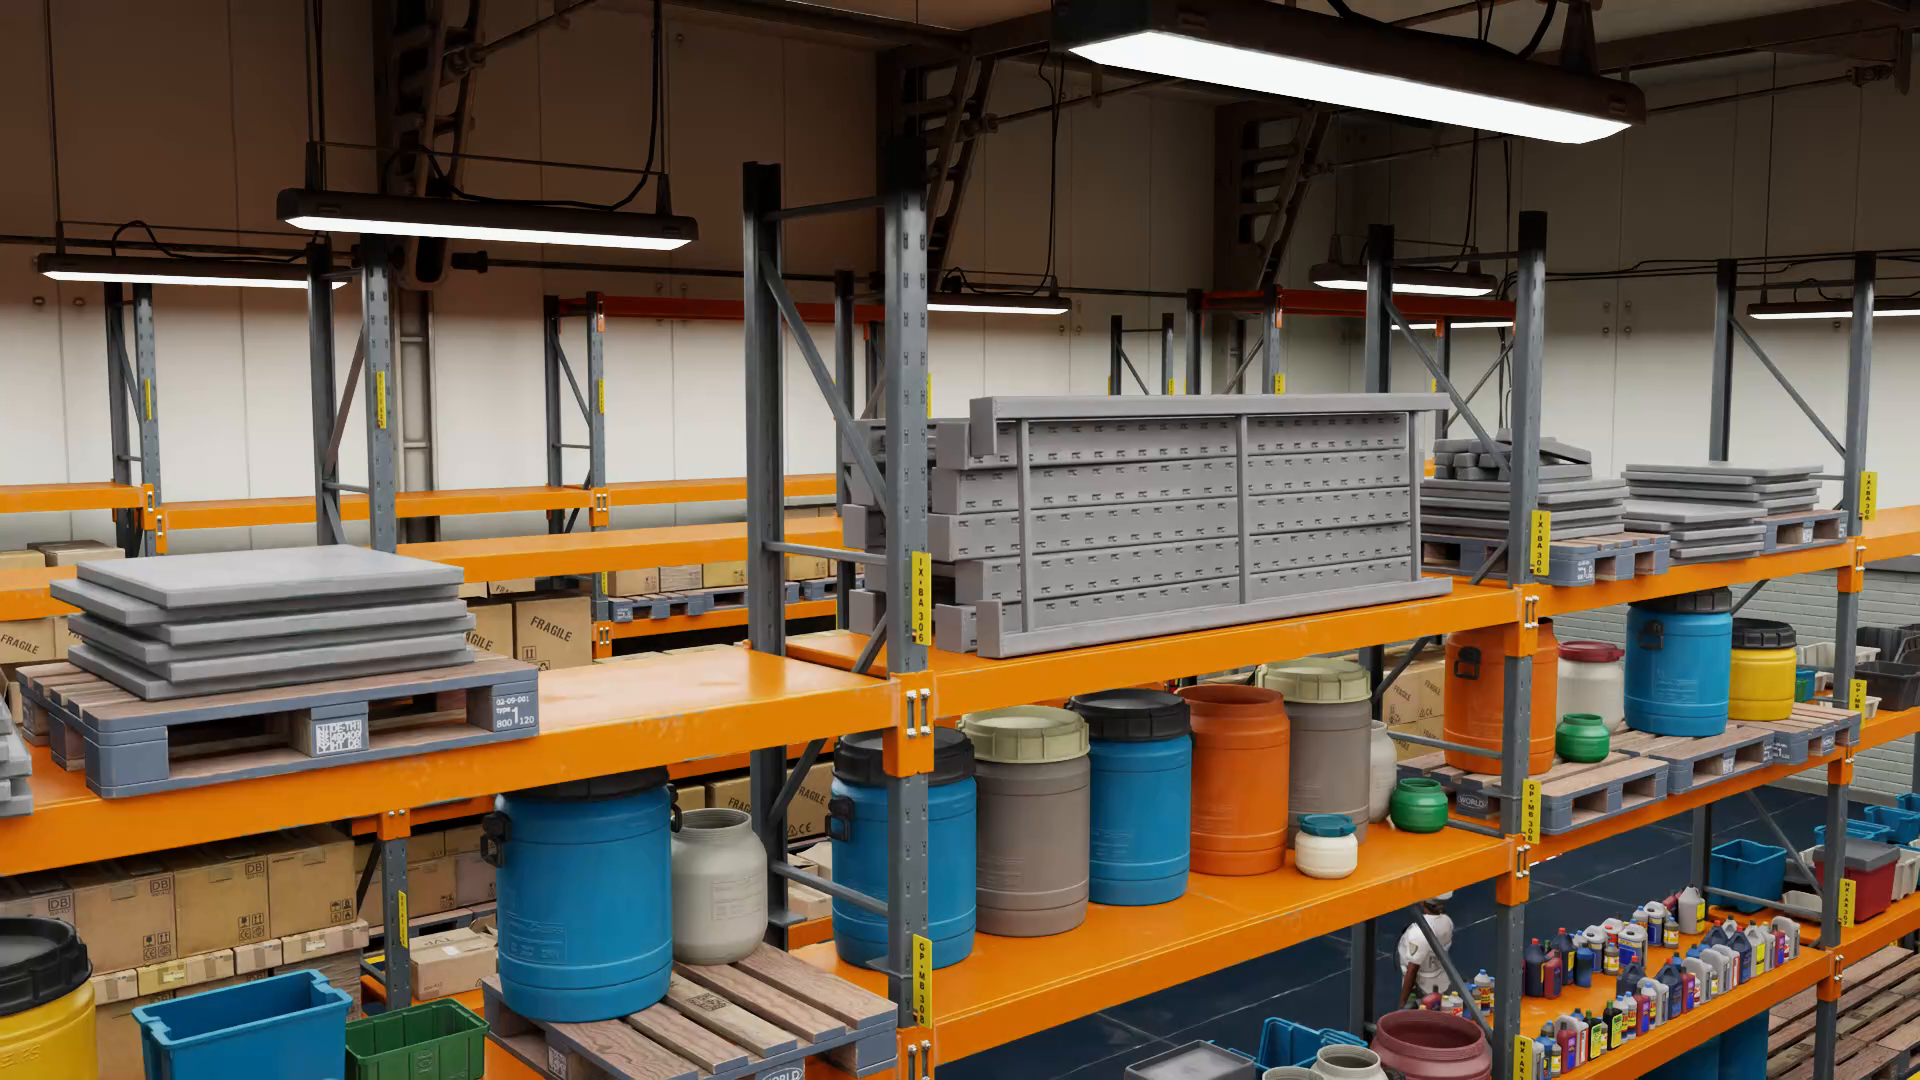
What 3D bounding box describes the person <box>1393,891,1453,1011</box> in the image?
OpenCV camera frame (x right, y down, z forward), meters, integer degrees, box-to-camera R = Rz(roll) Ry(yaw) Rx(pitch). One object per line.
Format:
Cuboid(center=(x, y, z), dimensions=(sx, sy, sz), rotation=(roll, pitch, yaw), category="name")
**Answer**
Cuboid(center=(3.212, 3.205, 11.749), dimensions=(0.540, 1.707, 0.477), rotation=(3, 6, 26), category="person")
